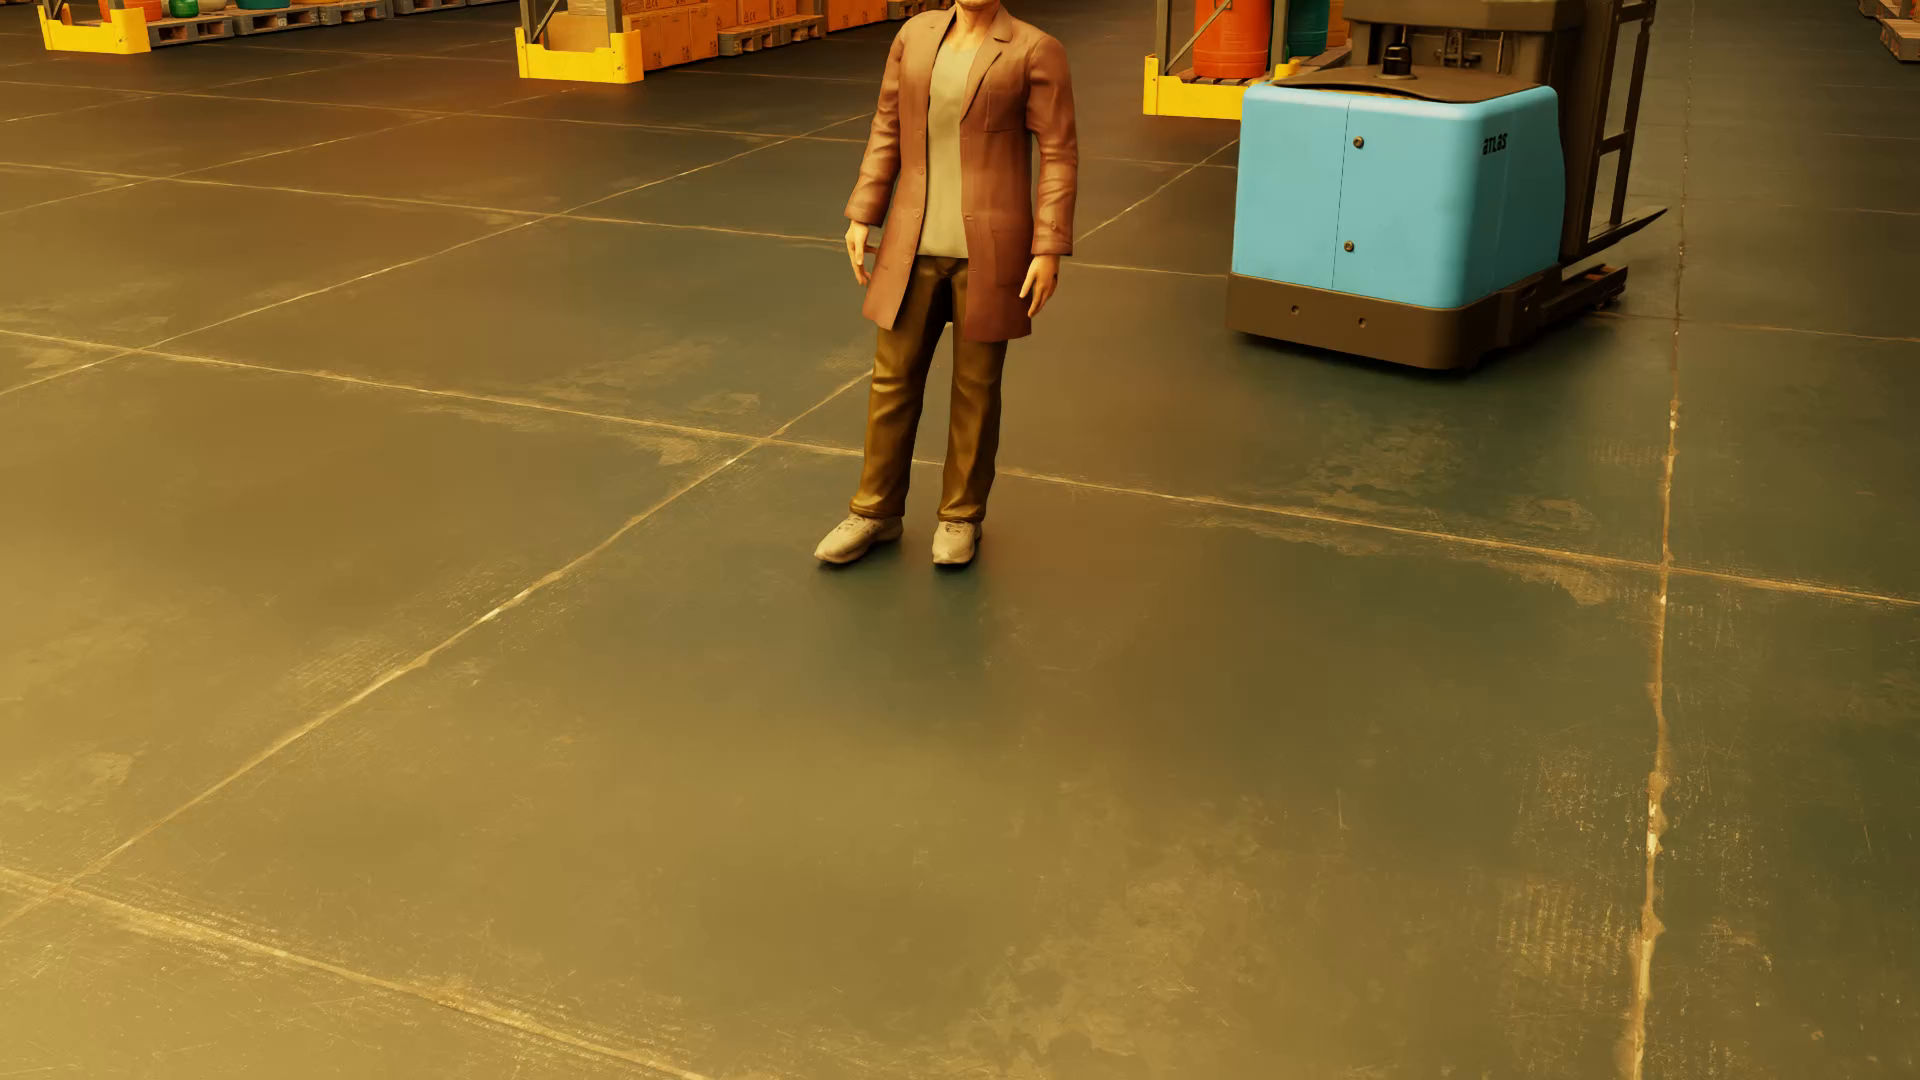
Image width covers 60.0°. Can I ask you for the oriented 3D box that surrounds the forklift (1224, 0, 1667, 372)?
[{"bbox_3d":[2.456,-2.512,7.302,1.130,2.935,3.031,18,29,36],"label":"forklift"}]

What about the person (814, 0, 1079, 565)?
[{"bbox_3d":[-0.039,-0.794,4.670,0.696,1.777,0.579,9,24,21],"label":"person"}]
